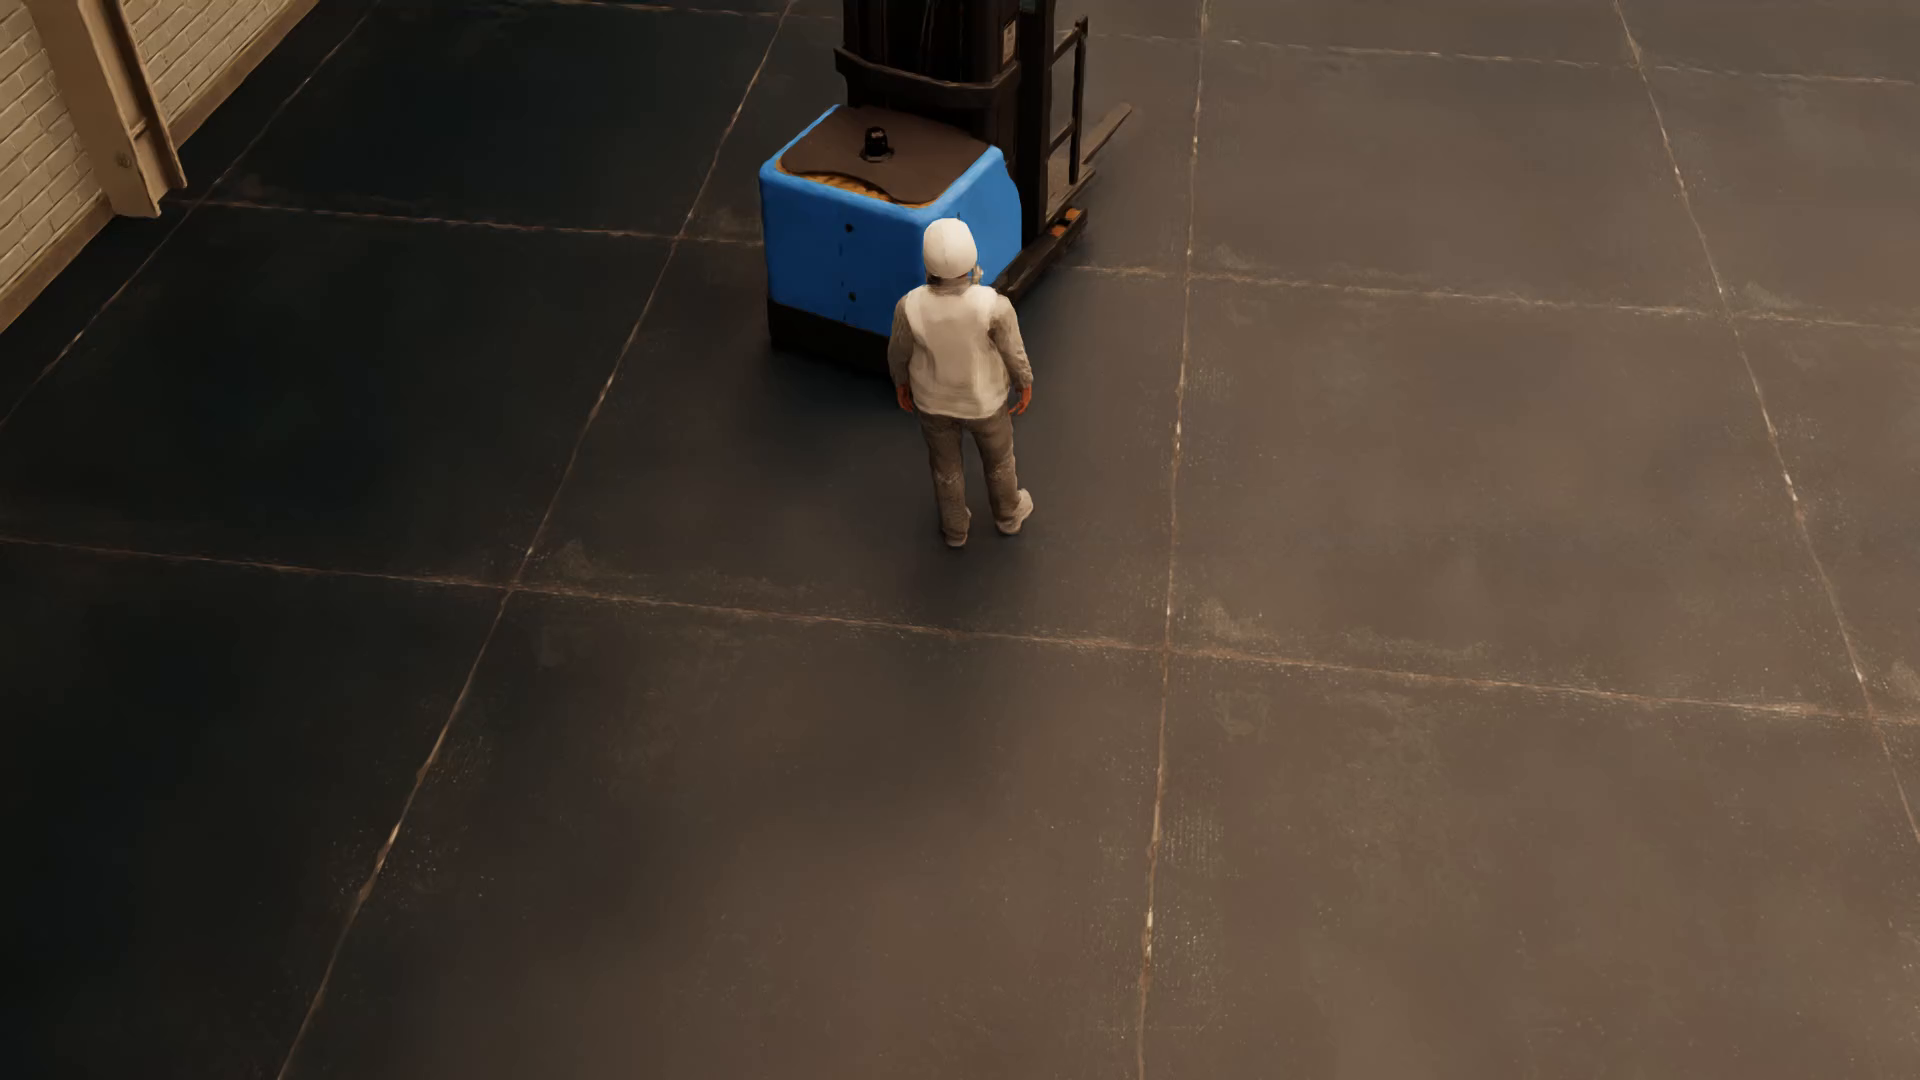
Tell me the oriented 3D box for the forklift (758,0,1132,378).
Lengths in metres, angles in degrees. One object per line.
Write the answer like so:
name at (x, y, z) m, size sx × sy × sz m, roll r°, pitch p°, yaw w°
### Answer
forklift at (0.096, -2.882, 8.862) m, size 1.130 × 2.935 × 3.031 m, roll 19°, pitch 46°, yaw 20°

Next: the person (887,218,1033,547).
person at (0.016, -0.700, 7.331) m, size 0.632 × 1.773 × 0.567 m, roll 5°, pitch 43°, yaw 6°
